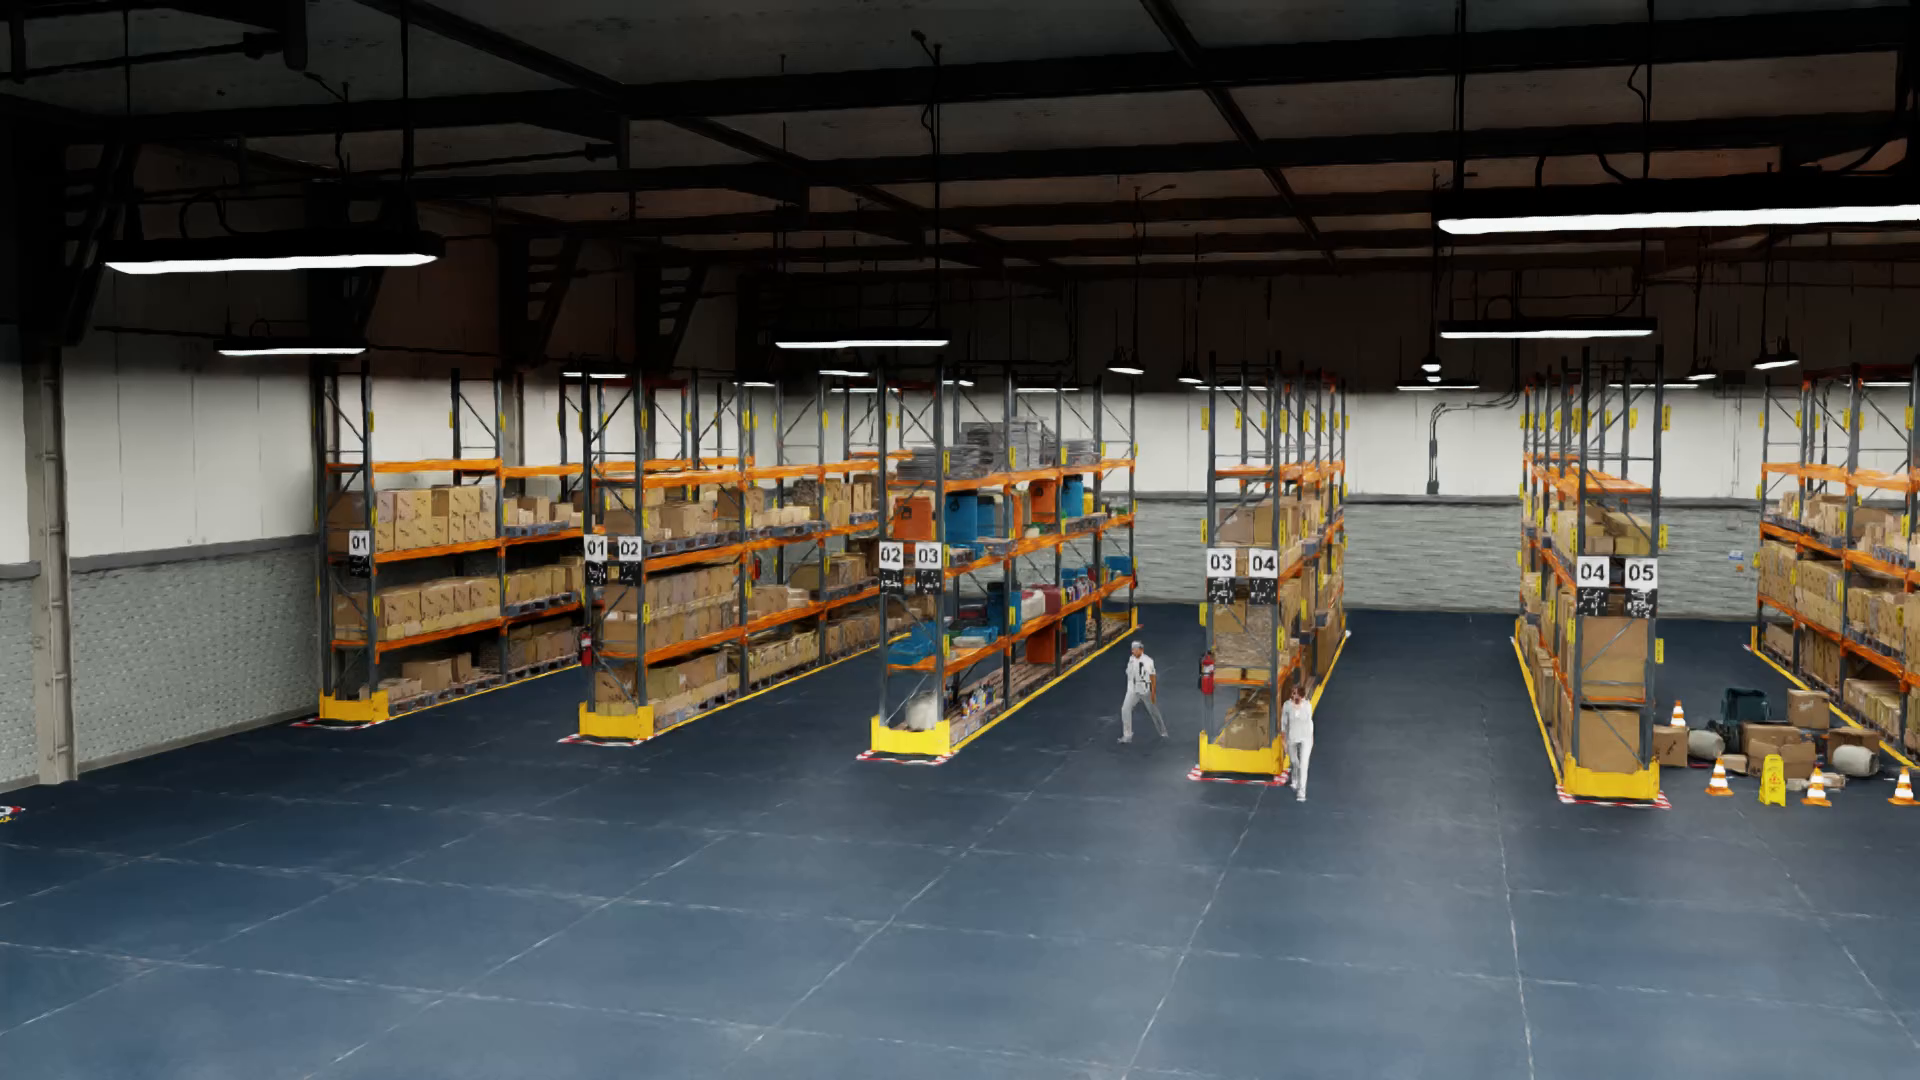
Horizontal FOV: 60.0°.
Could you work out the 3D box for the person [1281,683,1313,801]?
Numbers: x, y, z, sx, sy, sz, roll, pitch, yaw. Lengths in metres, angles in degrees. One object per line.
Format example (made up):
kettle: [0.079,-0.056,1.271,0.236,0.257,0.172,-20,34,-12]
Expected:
person: [4.484,2.704,22.165,0.417,1.403,1.037,1,4,18]

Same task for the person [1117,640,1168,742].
person: [2.873,2.344,25.979,0.534,1.598,0.938,3,5,37]
